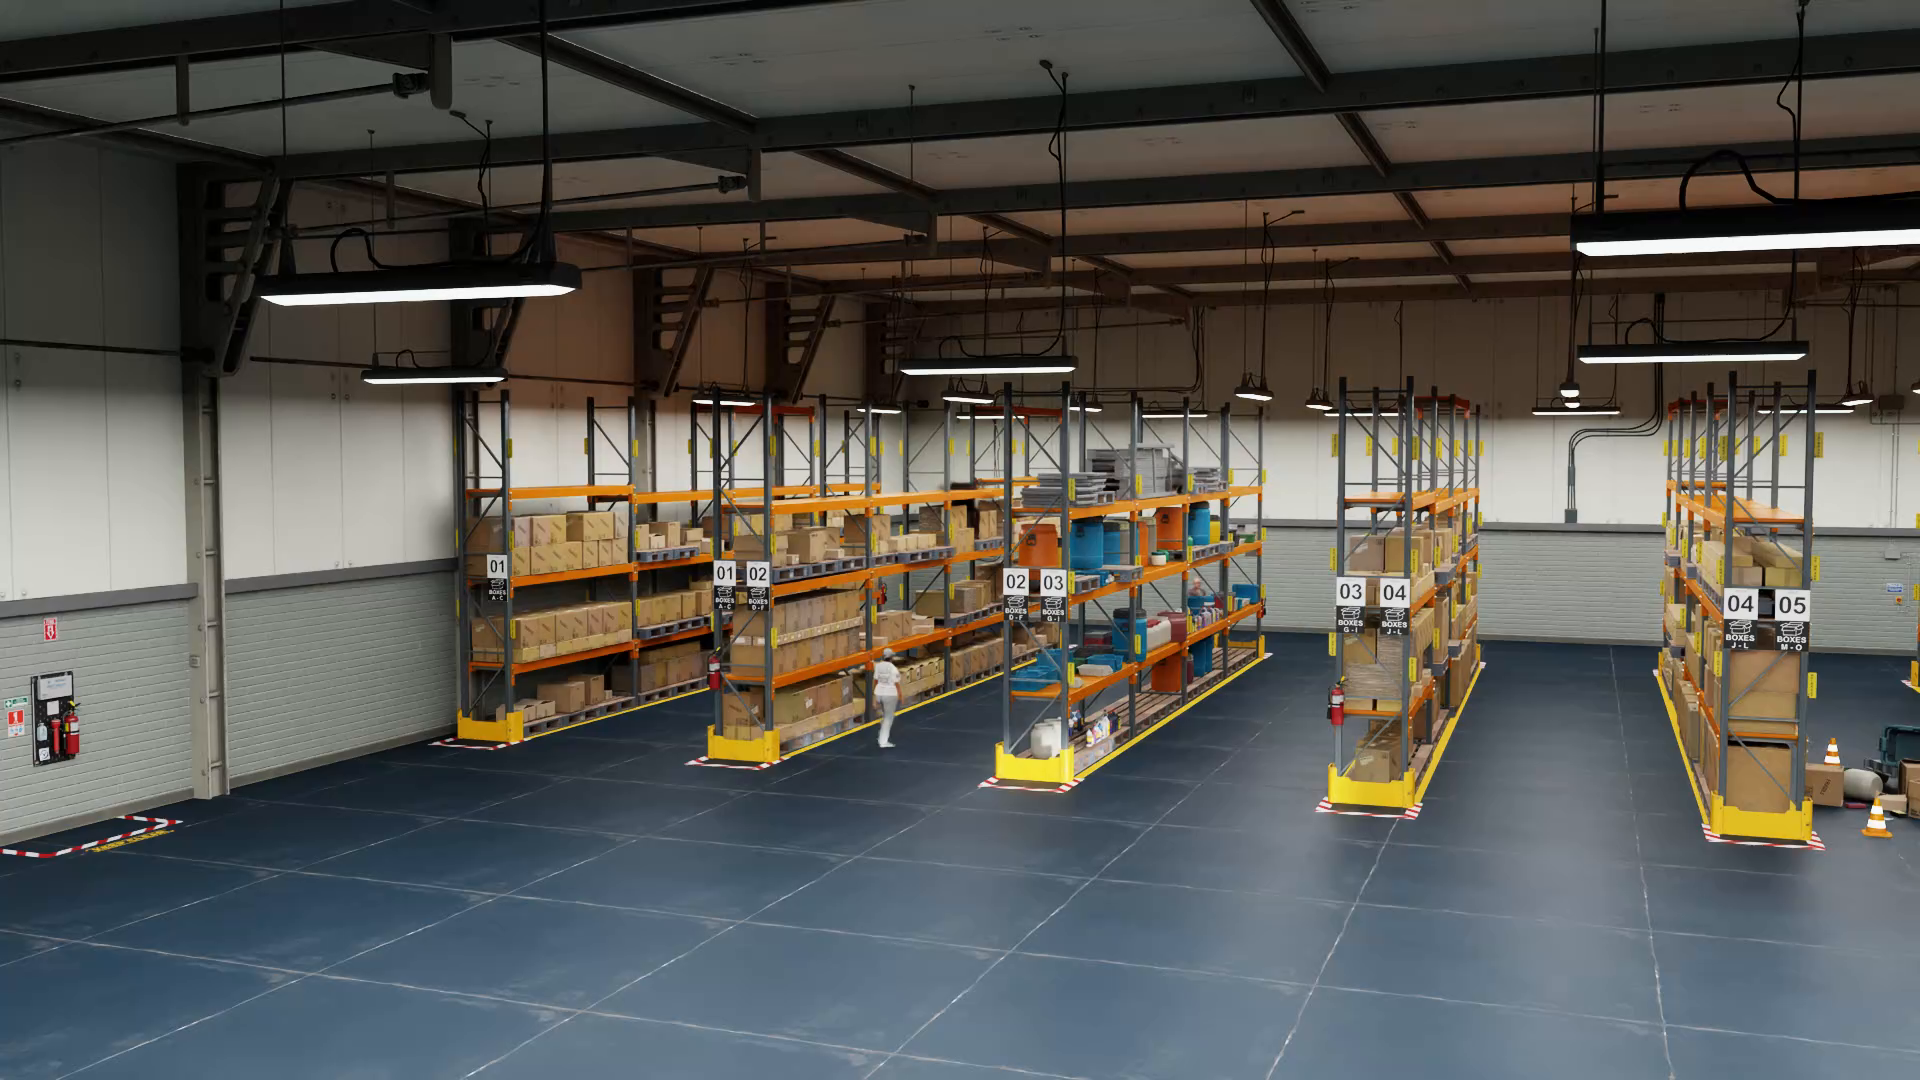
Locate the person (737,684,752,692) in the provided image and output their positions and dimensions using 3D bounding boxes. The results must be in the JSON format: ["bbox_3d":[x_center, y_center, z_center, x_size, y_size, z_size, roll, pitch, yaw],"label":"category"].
[{"bbox_3d":[-4.092,2.511,31.326,0.325,1.661,0.482,2,3,26],"label":"person"}]

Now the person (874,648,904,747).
[{"bbox_3d":[-1.179,2.662,27.778,0.463,1.709,0.487,-2,4,-37],"label":"person"}]

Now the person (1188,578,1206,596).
[{"bbox_3d":[5.885,1.844,41.221,0.644,1.796,0.408,-2,4,-29],"label":"person"}]
